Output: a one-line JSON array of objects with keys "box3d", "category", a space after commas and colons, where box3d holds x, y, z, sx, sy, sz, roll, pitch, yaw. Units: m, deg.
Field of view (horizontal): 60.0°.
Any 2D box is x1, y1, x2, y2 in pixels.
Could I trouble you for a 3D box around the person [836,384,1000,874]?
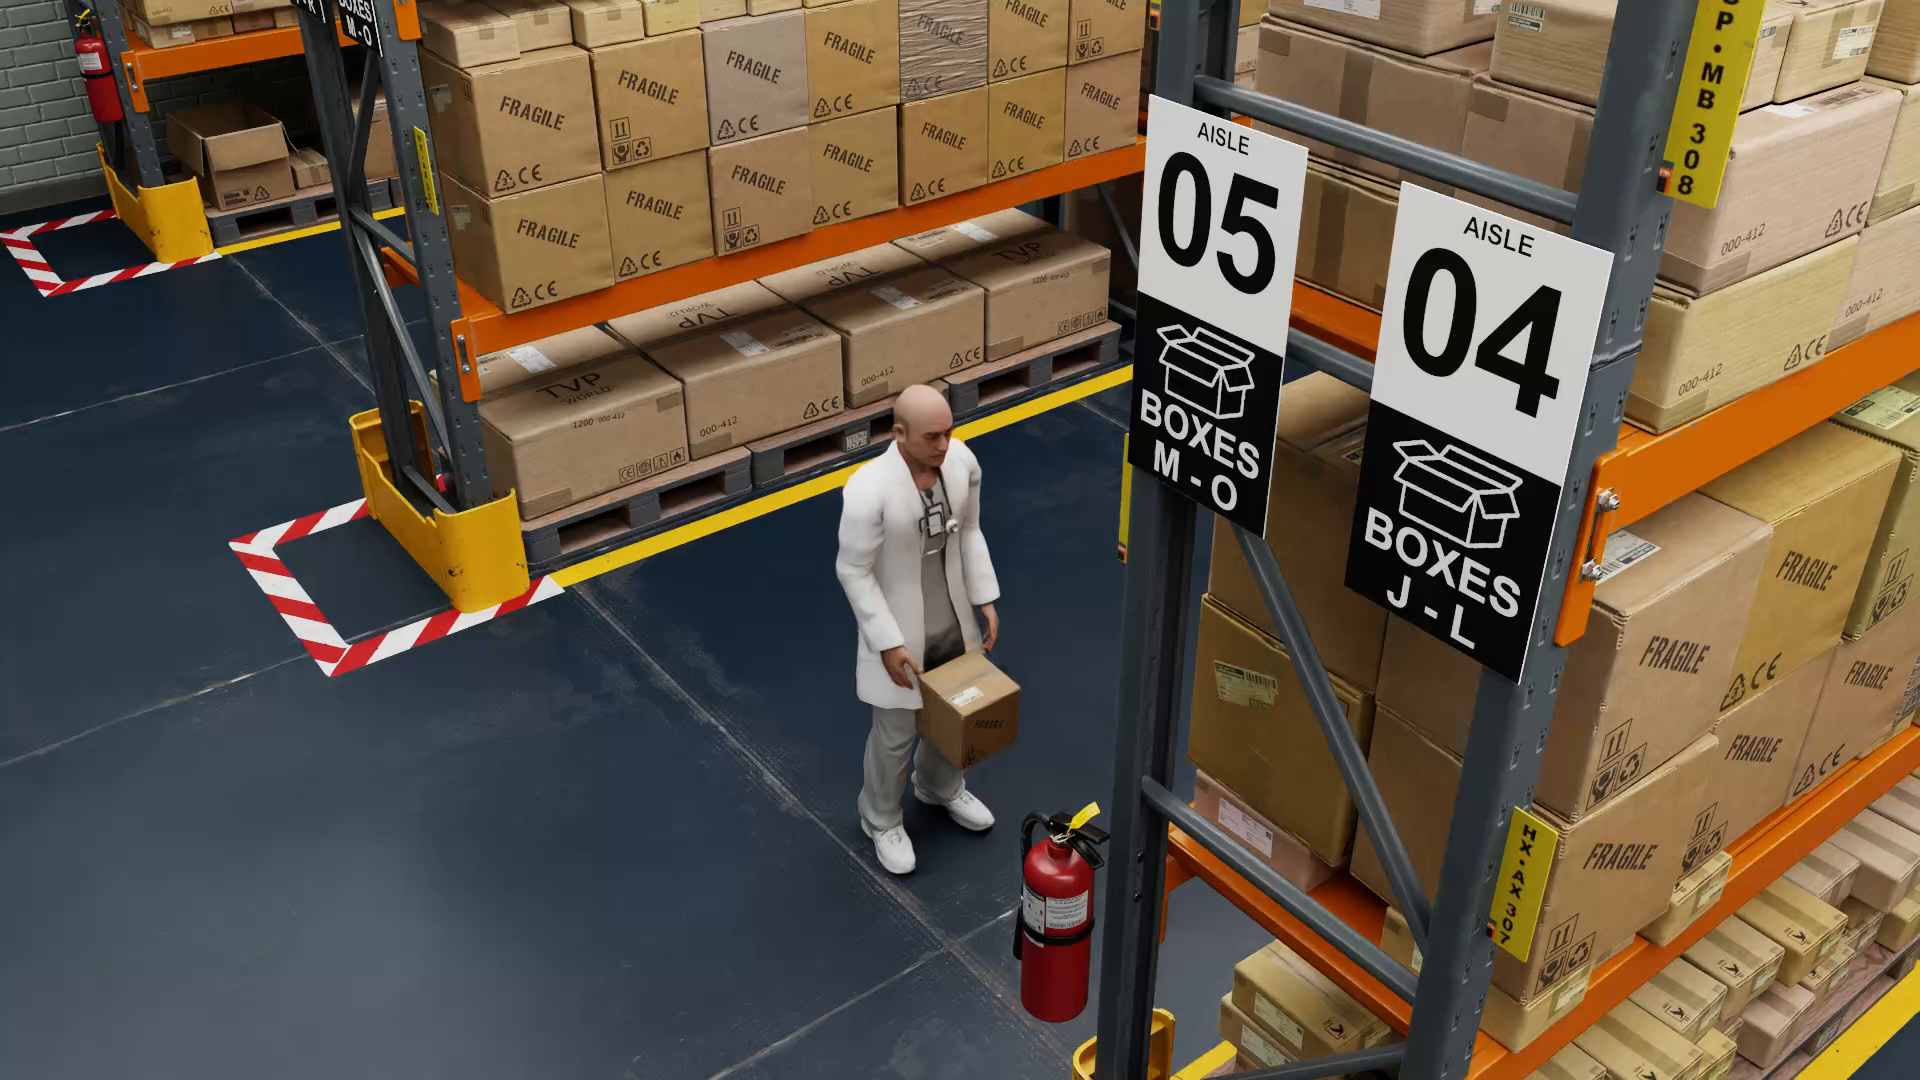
[{"box3d": [8.356, 0.708, 5.002, 12.739, 1.779, 12.384, -23, 39, -32], "category": "person"}]
